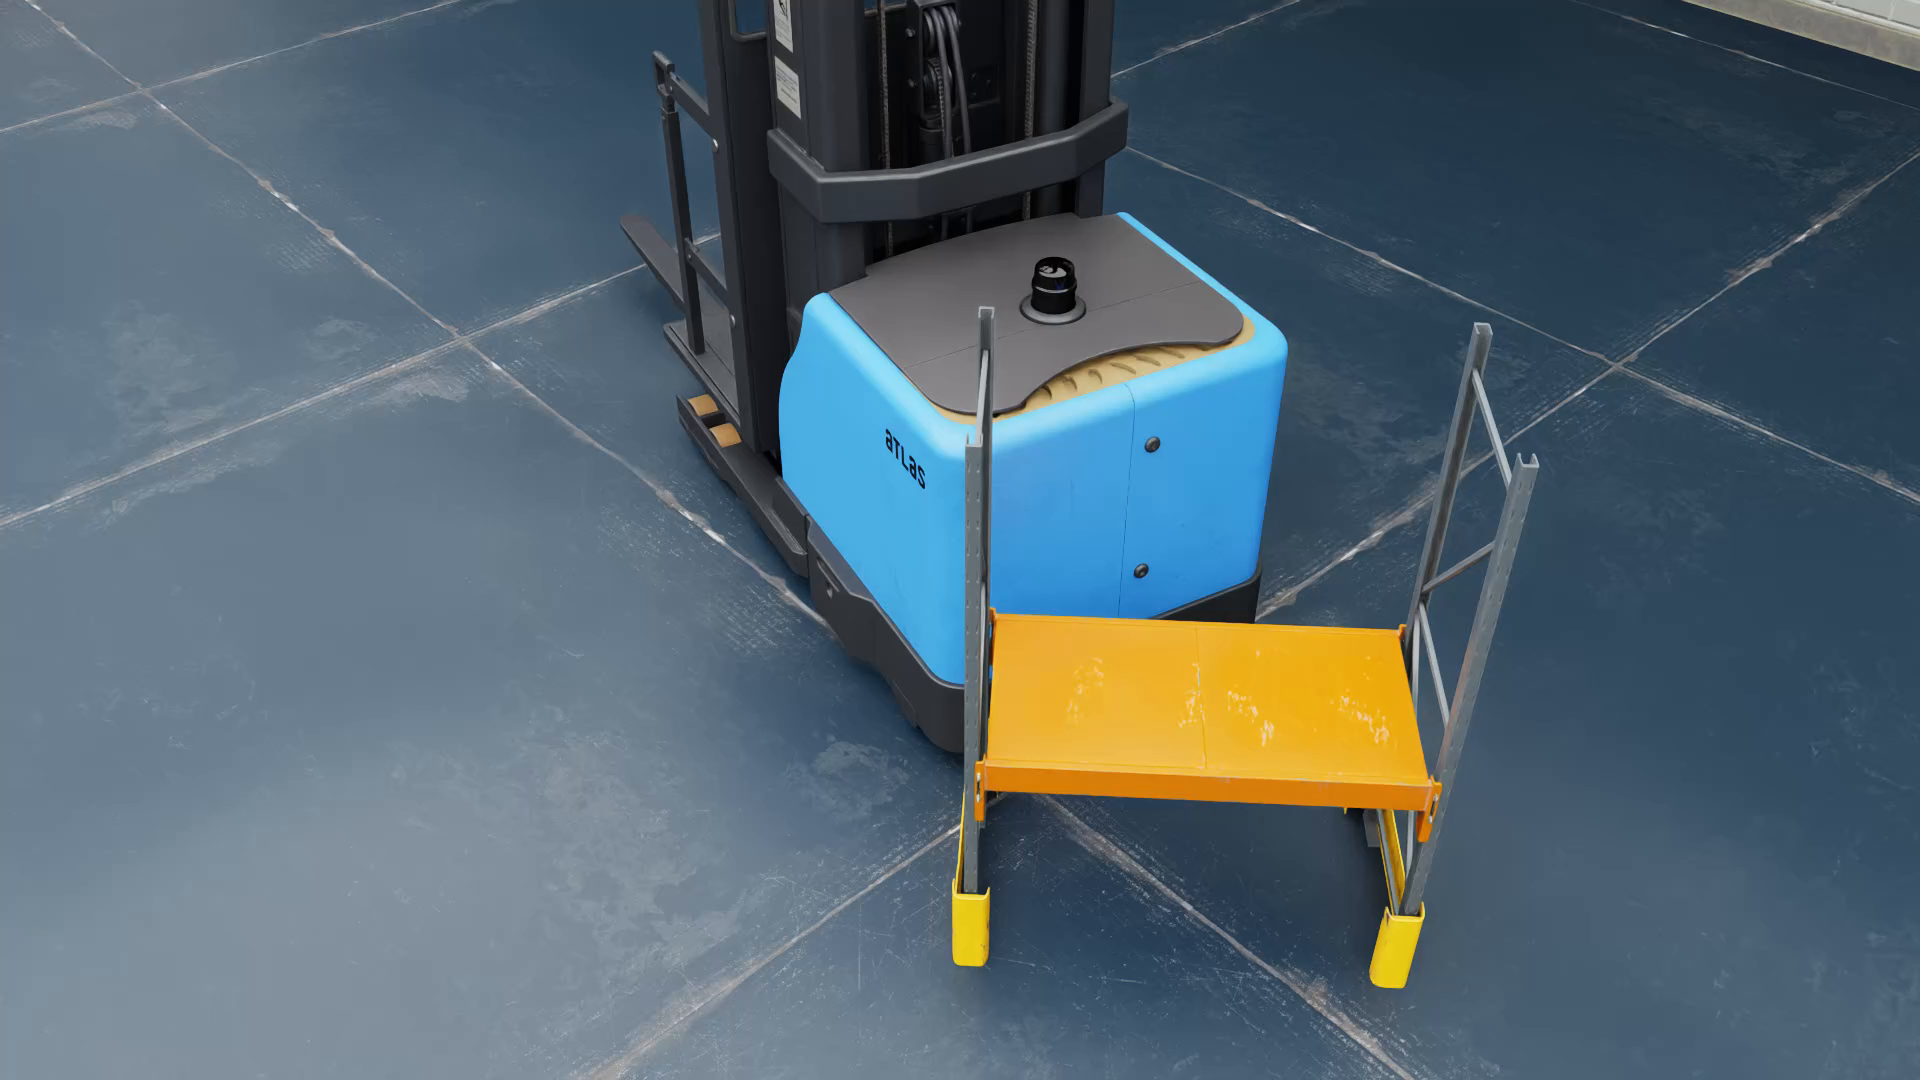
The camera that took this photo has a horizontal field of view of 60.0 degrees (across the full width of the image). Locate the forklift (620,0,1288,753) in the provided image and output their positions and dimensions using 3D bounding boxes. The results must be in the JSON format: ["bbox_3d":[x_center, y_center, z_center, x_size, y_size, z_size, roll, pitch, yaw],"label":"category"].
[{"bbox_3d":[-0.298,-1.484,4.755,1.130,2.935,3.031,-19,43,-22],"label":"forklift"}]

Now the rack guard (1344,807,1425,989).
[{"bbox_3d":[1.036,0.779,4.086,0.087,0.250,0.587,2,39,3],"label":"rack guard"}]

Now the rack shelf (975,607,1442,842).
[{"bbox_3d":[0.548,0.414,3.830,1.000,0.185,0.538,2,39,3],"label":"rack shelf"}]

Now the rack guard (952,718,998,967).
[{"bbox_3d":[0.042,0.740,4.135,0.087,0.250,0.587,2,39,3],"label":"rack guard"}]

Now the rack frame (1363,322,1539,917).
[{"bbox_3d":[1.055,0.294,3.692,0.032,1.500,0.500,2,39,3],"label":"rack frame"}]

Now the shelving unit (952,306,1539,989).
[{"bbox_3d":[0.539,0.273,3.718,1.083,1.500,0.587,2,39,3],"label":"shelving unit"}]

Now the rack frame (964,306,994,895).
[{"bbox_3d":[0.041,0.254,3.742,0.032,1.500,0.500,2,39,3],"label":"rack frame"}]
